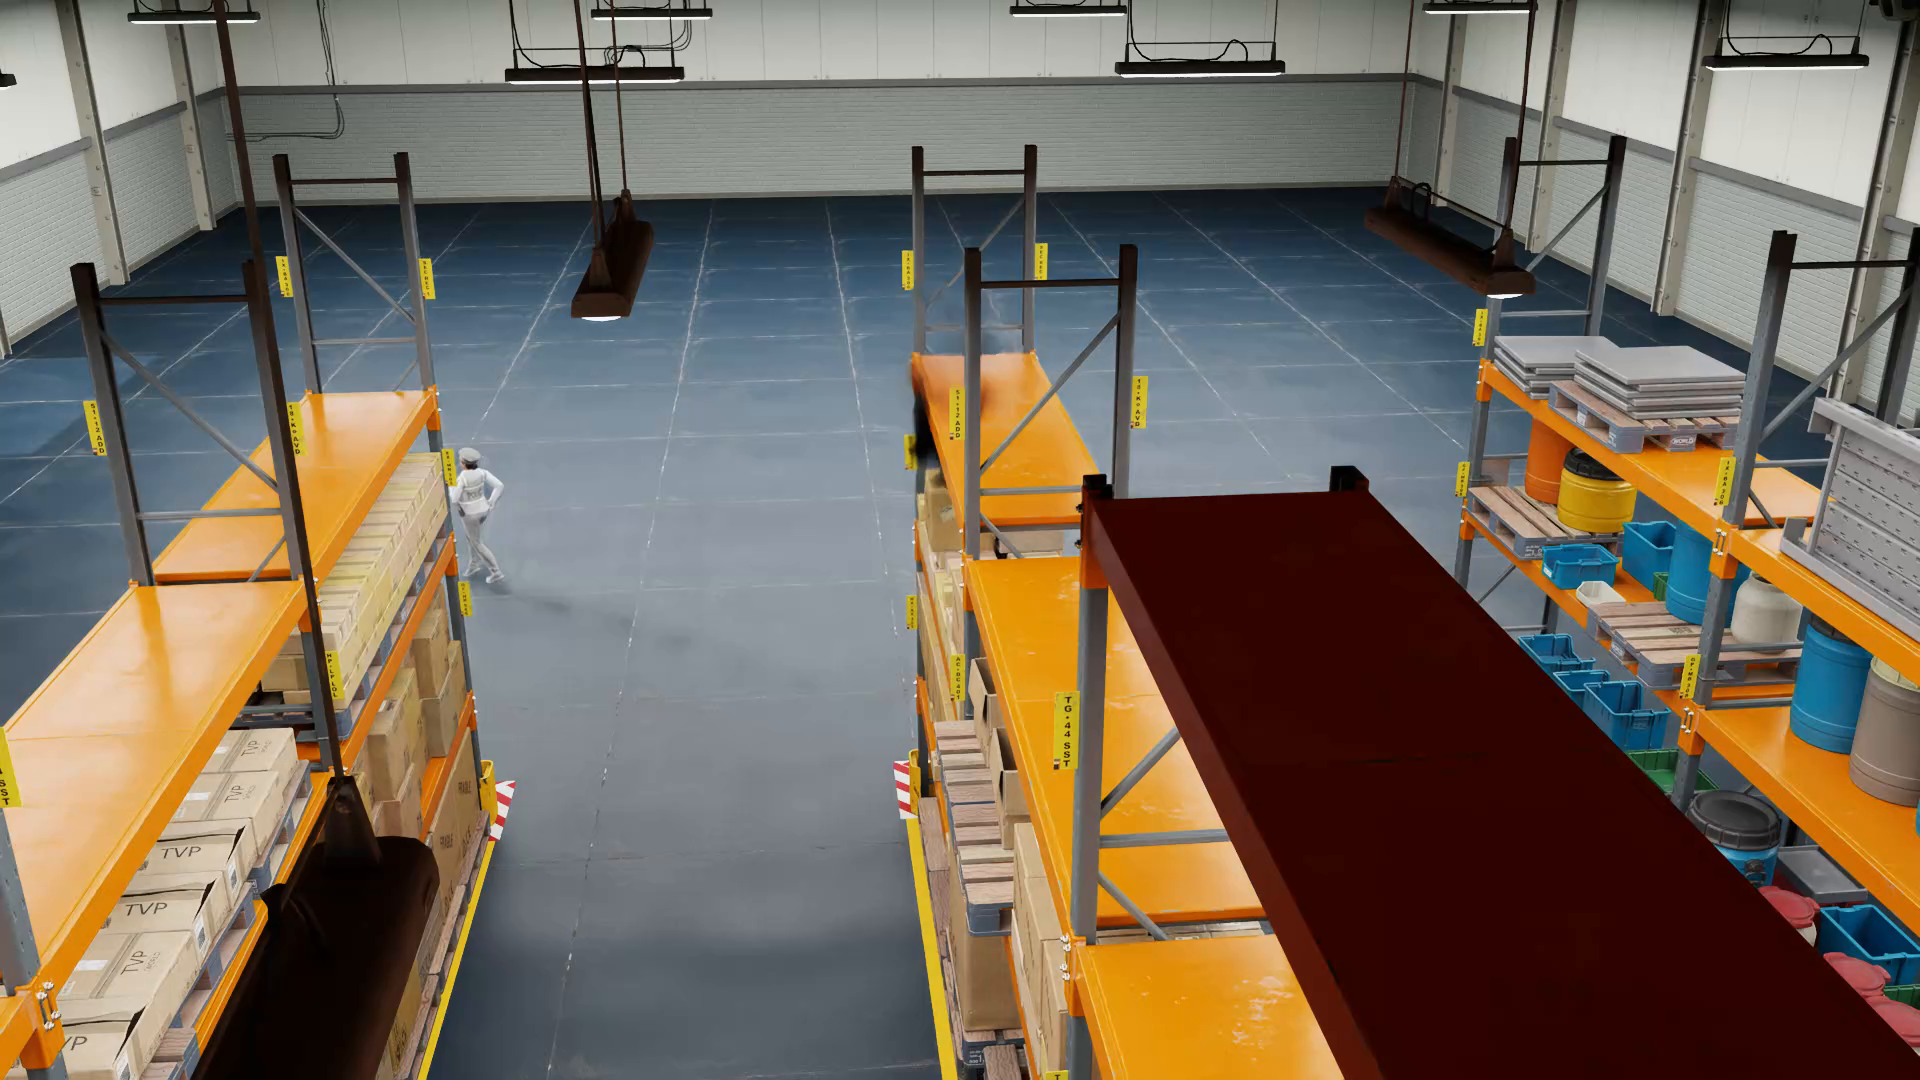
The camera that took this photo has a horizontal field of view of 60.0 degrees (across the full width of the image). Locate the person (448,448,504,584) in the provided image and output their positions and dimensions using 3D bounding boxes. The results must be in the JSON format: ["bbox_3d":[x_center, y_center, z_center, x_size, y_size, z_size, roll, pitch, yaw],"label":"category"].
[{"bbox_3d":[-5.833,-0.274,20.018,0.777,1.744,0.585,11,24,26],"label":"person"}]
